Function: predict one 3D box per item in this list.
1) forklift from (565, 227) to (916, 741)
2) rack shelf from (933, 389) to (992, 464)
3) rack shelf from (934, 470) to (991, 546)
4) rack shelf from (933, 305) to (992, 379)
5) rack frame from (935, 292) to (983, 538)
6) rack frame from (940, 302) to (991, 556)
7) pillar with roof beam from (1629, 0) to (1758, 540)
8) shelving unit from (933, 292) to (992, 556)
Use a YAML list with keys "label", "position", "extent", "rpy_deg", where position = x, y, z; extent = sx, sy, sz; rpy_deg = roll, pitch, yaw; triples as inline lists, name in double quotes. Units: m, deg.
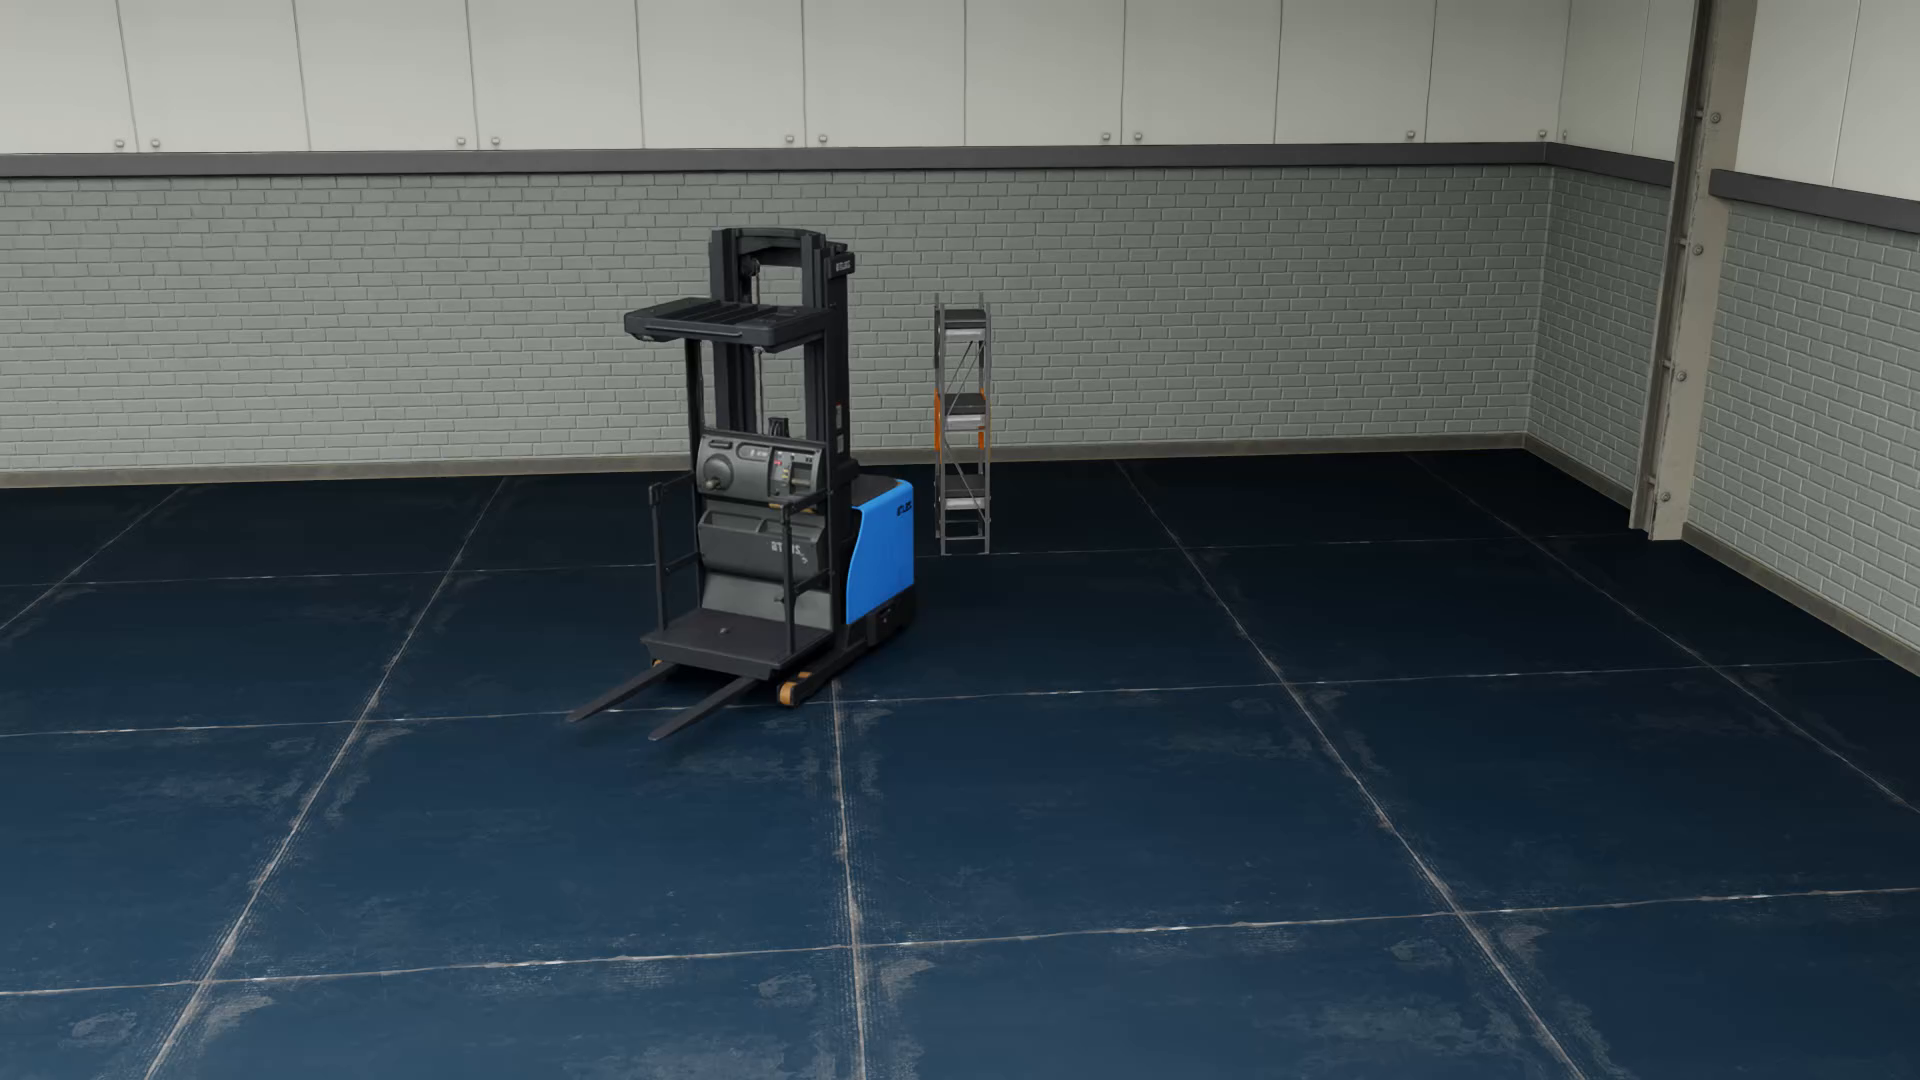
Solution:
- label: "forklift"
  position: [-1.417, -0.468, 10.775]
  extent: [1.130, 2.935, 3.031]
  rpy_deg: [8, 19, 25]
- label: "rack shelf"
  position: [0.017, -0.939, 13.710]
  extent: [0.431, 0.518, 0.480]
  rpy_deg: [-2, 18, -6]
- label: "rack shelf"
  position: [0.017, -0.272, 13.919]
  extent: [0.431, 0.518, 0.480]
  rpy_deg: [-2, 18, -6]
- label: "rack shelf"
  position: [0.017, -1.607, 13.500]
  extent: [0.431, 0.518, 0.480]
  rpy_deg: [-2, 18, -6]
- label: "rack frame"
  position: [-0.008, -1.025, 13.937]
  extent: [0.400, 2.100, 0.015]
  rpy_deg: [-2, 18, -6]
- label: "rack frame"
  position: [0.042, -0.880, 13.474]
  extent: [0.400, 2.100, 0.015]
  rpy_deg: [-2, 18, -6]
- label: "pillar with roof beam"
  position: [1.736, -4.222, 12.601]
  extent: [9.100, 9.000, 0.400]
  rpy_deg: [-2, 18, -6]
- label: "shelving unit"
  position: [0.017, -0.952, 13.705]
  extent: [0.431, 2.100, 0.503]
  rpy_deg: [-2, 18, -6]
